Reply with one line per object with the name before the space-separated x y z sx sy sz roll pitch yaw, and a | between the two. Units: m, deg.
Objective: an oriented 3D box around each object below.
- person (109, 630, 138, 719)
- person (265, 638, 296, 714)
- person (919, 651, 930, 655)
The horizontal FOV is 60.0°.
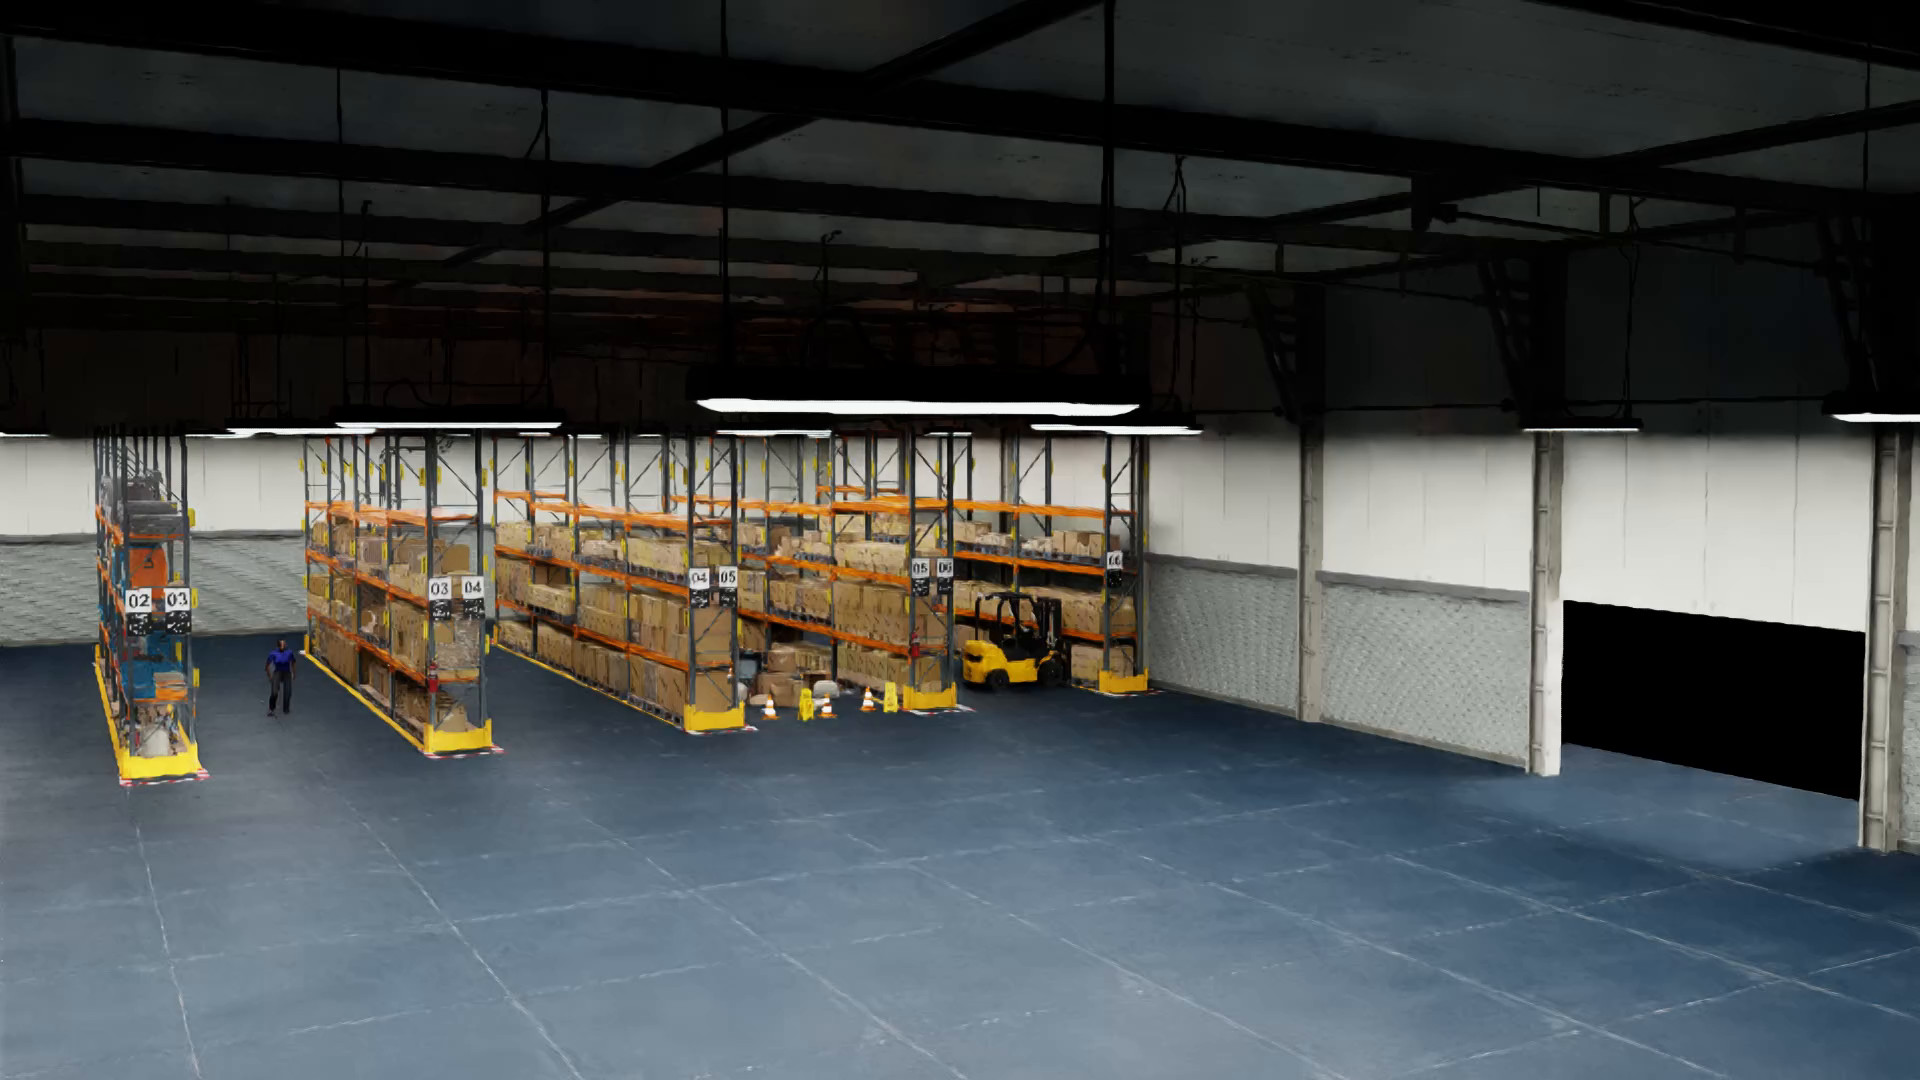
person | -16.371 2.637 32.487 0.550 1.787 0.628 -1 4 -19
person | -14.147 2.831 34.647 0.592 1.604 0.518 -2 4 -32
person | -0.892 2.510 39.286 0.526 1.651 0.424 2 4 30
